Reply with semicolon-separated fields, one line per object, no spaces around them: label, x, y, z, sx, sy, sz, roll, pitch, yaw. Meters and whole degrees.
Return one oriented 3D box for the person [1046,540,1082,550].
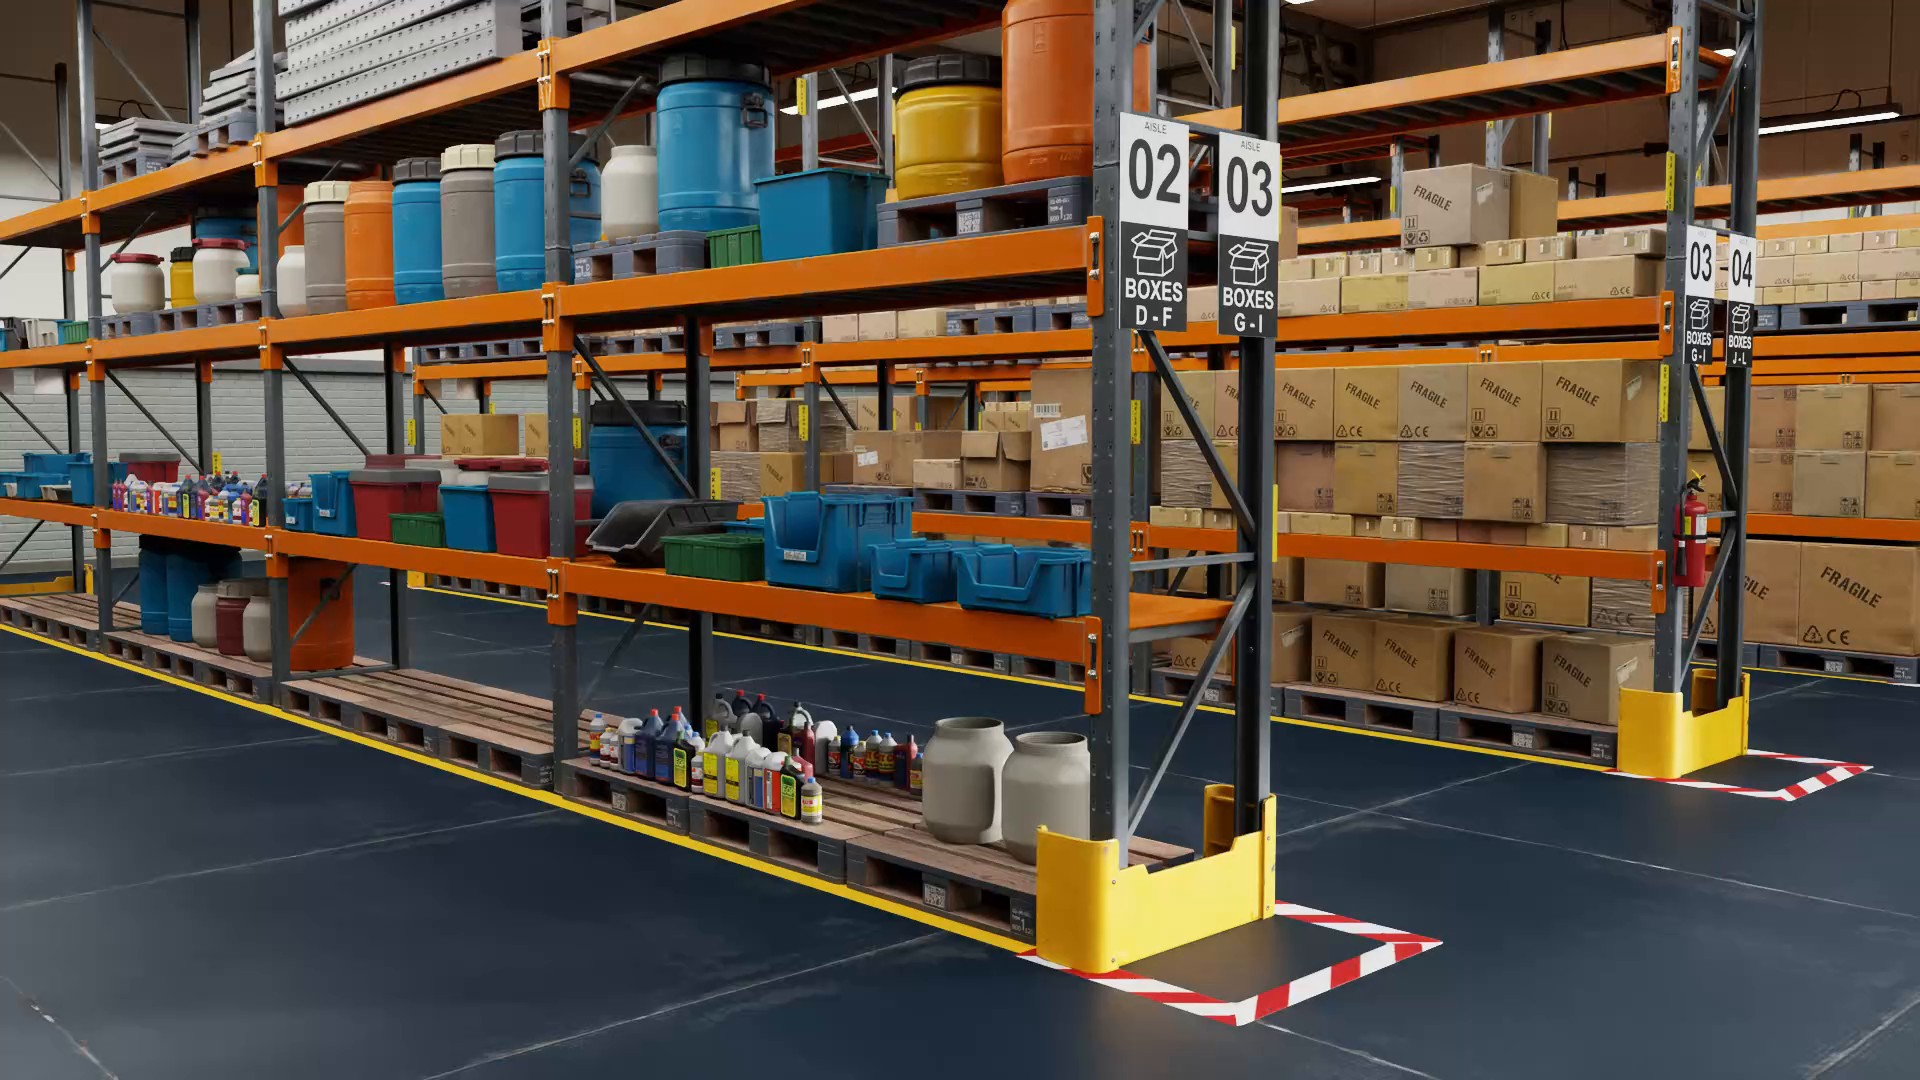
person;1.140;-0.061;18.219;0.624;1.818;0.627;3;5;35
